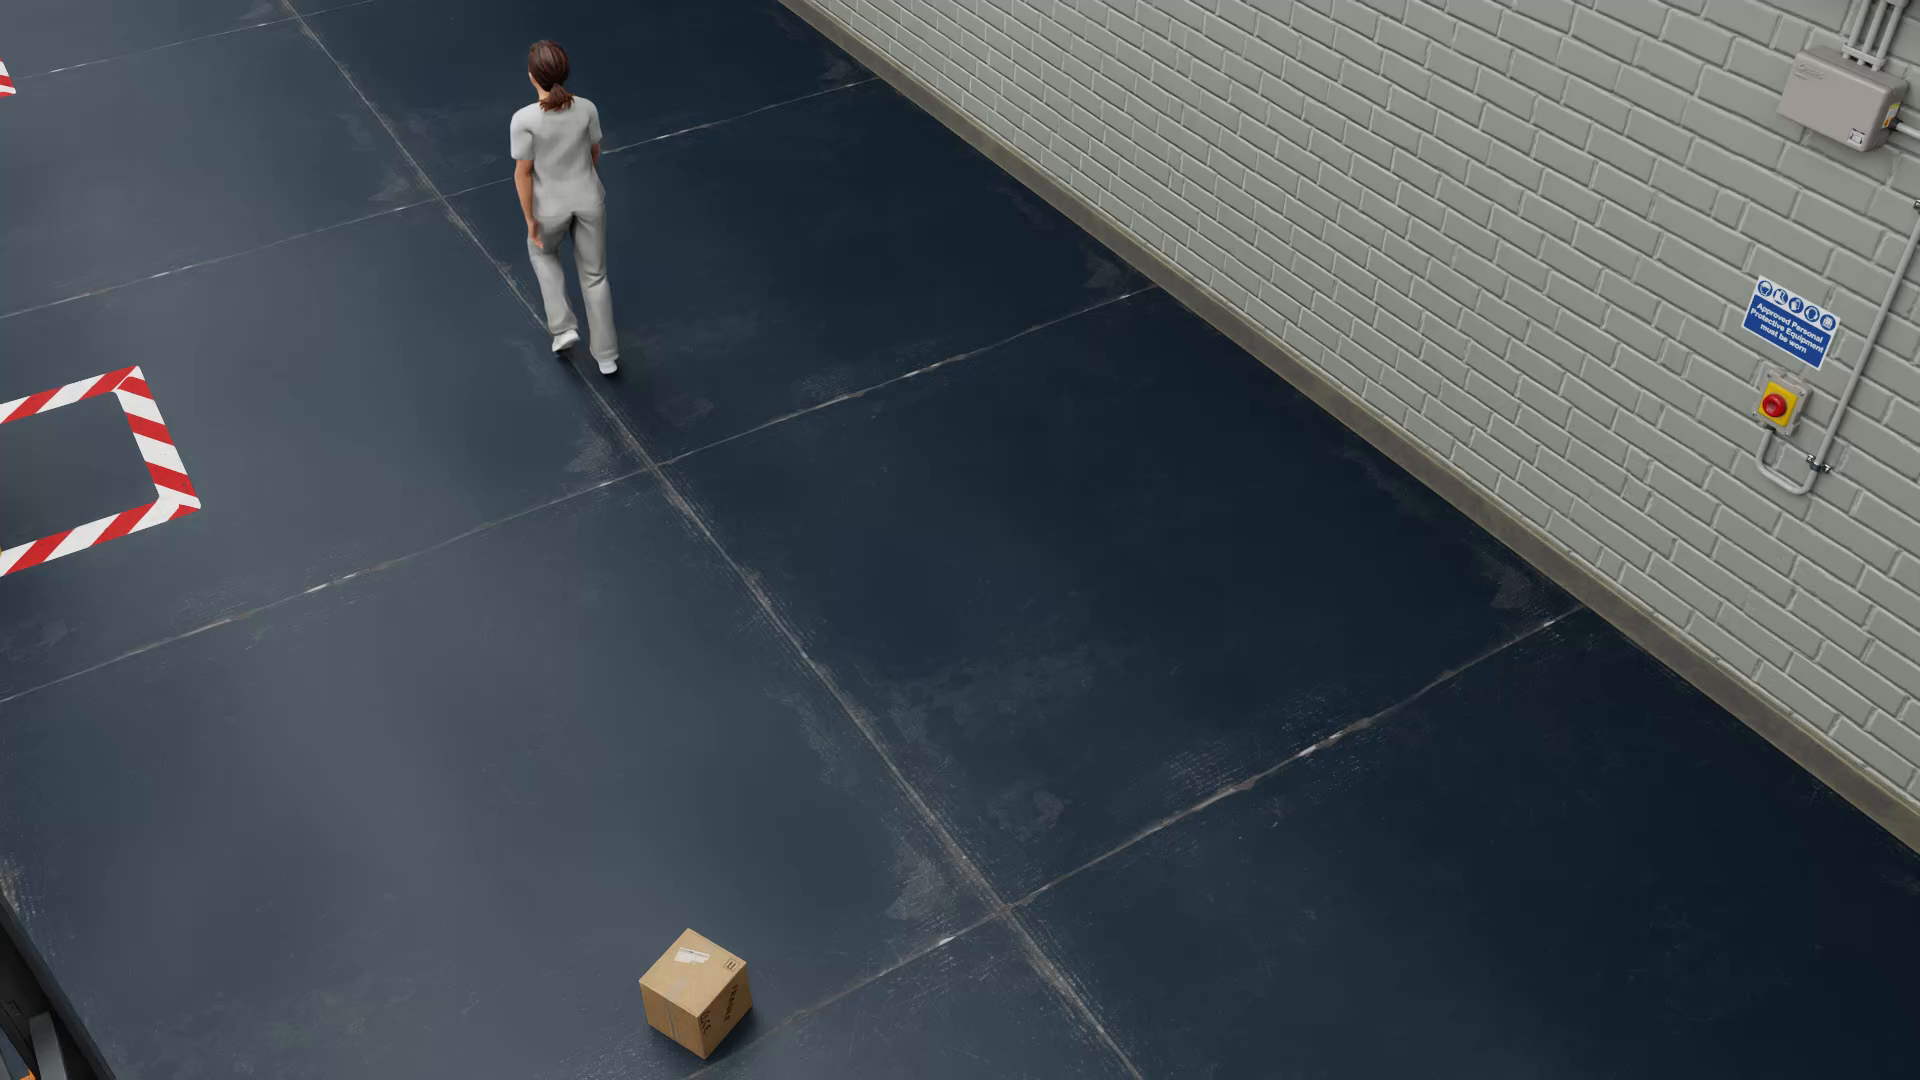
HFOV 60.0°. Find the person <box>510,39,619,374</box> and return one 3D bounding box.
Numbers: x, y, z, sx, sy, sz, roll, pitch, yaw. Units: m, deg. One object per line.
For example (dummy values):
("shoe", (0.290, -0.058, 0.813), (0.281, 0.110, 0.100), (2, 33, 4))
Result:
("person", (-1.885, -1.574, 7.986), (0.447, 1.712, 0.544), (-15, 43, -17))
